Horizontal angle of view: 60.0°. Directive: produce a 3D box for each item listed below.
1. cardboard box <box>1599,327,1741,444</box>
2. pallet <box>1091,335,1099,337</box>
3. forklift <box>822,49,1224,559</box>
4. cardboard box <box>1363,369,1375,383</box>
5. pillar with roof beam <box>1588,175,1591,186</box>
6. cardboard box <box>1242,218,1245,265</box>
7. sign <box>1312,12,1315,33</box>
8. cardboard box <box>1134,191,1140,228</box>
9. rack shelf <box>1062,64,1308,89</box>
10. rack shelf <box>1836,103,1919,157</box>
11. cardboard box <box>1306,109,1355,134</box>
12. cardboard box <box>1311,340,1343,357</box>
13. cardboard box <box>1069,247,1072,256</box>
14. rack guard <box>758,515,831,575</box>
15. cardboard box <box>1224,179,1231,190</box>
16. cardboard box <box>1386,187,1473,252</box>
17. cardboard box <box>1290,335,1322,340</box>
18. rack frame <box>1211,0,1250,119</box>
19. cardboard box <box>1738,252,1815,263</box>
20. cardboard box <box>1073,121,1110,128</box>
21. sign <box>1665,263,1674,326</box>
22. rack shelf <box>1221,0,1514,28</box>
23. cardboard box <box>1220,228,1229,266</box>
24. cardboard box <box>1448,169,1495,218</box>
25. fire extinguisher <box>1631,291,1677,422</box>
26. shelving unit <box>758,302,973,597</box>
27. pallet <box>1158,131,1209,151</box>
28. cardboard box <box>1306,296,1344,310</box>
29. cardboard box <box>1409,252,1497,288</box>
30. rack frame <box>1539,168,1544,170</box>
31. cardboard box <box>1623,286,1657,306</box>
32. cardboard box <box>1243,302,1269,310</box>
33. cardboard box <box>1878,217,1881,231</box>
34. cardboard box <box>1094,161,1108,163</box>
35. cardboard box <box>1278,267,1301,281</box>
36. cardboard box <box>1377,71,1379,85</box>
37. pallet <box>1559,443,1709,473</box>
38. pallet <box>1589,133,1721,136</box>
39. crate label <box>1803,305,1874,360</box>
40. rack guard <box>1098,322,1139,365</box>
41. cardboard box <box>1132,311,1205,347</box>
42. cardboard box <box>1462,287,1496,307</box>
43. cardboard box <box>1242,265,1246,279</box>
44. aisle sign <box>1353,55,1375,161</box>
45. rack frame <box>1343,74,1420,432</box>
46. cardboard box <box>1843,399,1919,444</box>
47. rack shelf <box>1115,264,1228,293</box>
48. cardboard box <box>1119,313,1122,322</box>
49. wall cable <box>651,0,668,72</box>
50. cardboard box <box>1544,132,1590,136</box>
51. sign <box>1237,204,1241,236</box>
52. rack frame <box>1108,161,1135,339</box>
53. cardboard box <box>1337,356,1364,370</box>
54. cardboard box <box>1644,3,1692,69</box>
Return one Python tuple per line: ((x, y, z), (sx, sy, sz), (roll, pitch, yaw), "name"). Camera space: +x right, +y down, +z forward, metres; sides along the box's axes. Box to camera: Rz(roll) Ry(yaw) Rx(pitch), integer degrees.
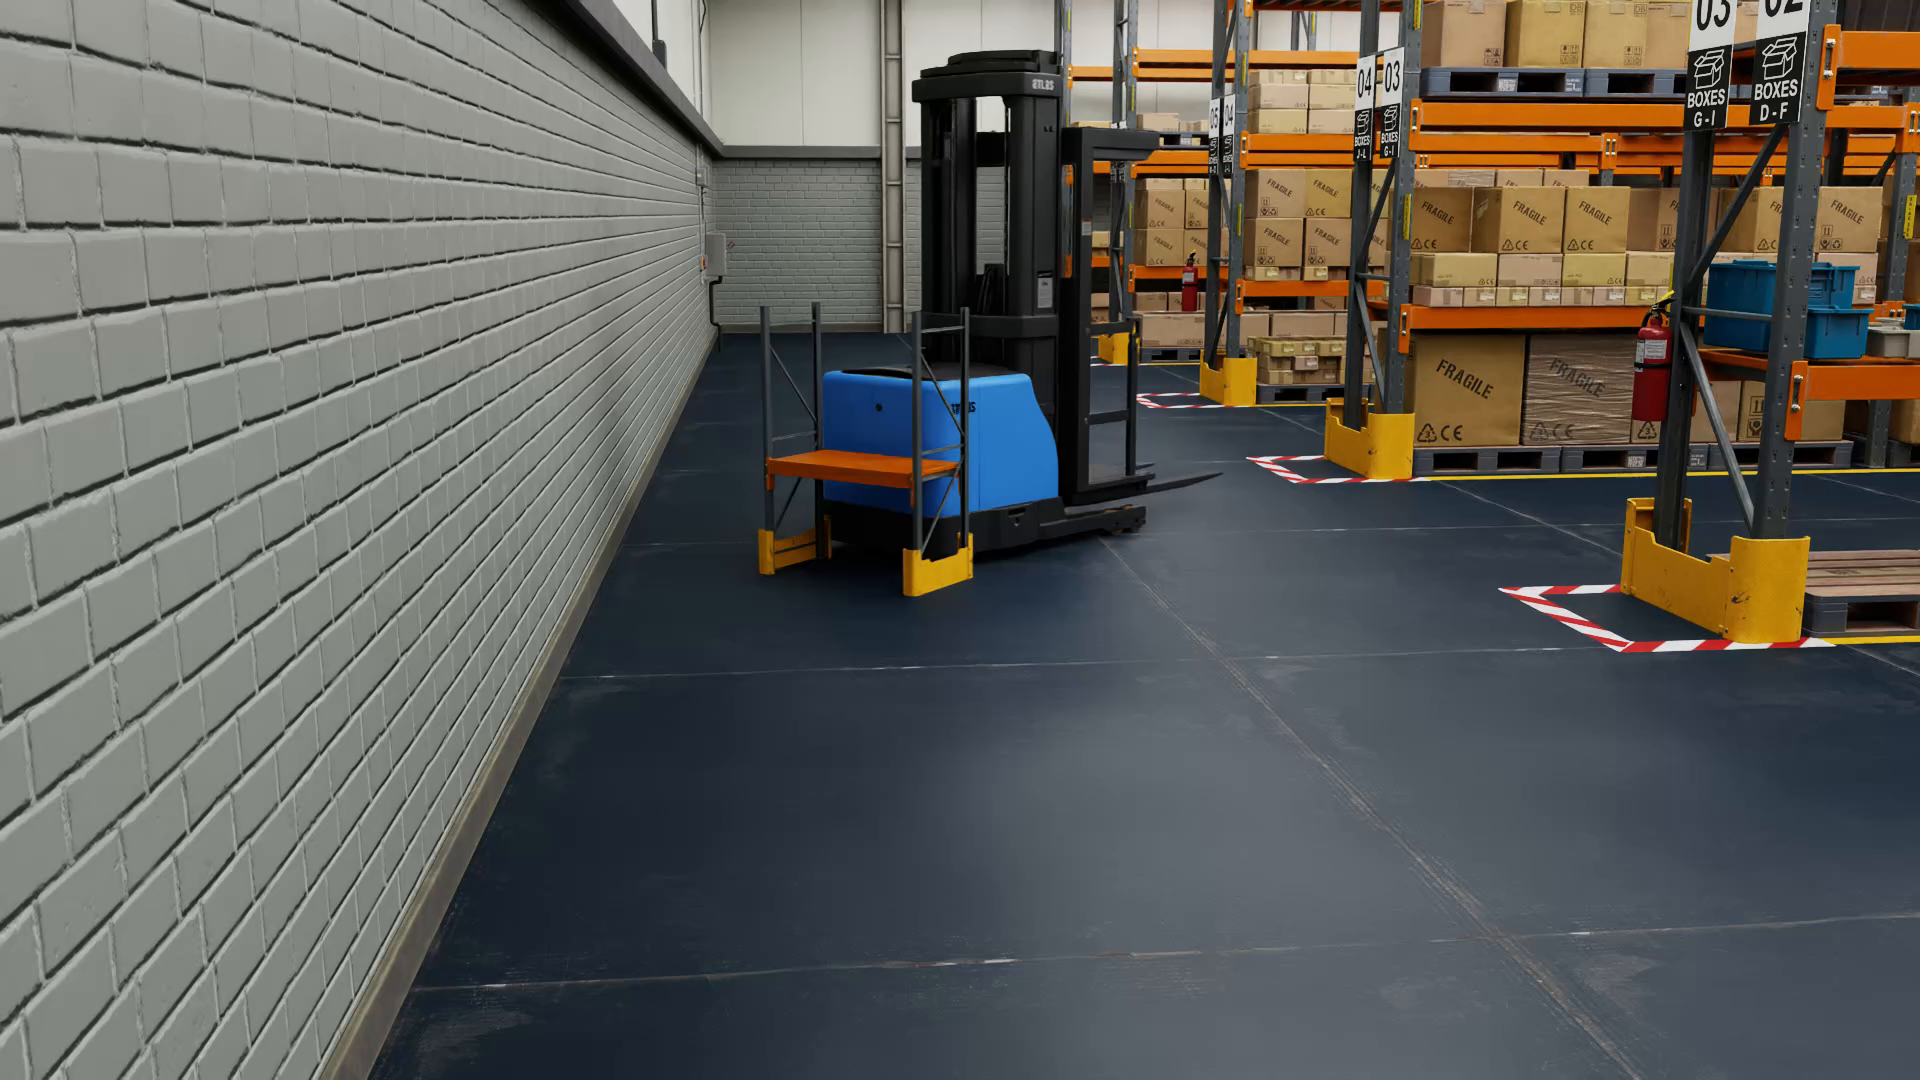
((5.688, -1.277, 13.508), (0.875, 0.875, 0.875), (-1, 11, -6), "cardboard box")
((2.529, -3.550, 27.878), (1.213, 0.211, 1.003), (-1, 11, -6), "pallet")
((0.548, -1.528, 10.541), (1.130, 2.935, 3.031), (11, 15, 43), "forklift")
((4.398, -1.793, 18.014), (0.250, 0.149, 0.380), (-1, 11, -6), "cardboard box")
((11.278, -7.384, 24.602), (0.400, 9.000, 9.100), (-1, 11, -6), "pillar with roof beam")
((3.255, -3.254, 18.116), (0.500, 0.500, 0.500), (-1, 11, -5), "cardboard box")
((5.678, -8.319, 26.731), (0.005, 0.325, 0.100), (-1, 11, -6), "sign")
((2.654, -4.543, 22.851), (0.500, 0.500, 0.500), (-1, 11, -4), "cardboard box")
((3.649, -7.530, 27.218), (4.000, 0.370, 1.077), (-1, 11, -6), "rack shelf")
((9.236, -3.291, 13.423), (4.000, 0.370, 1.077), (-1, 11, -6), "rack shelf")
((3.834, -4.369, 17.431), (0.500, 0.250, 0.500), (-1, 11, -4), "cardboard box")
((3.919, -2.055, 17.805), (0.250, 0.149, 0.380), (-1, 11, -6), "cardboard box")
((1.961, -4.835, 27.836), (0.250, 0.149, 0.380), (-1, 11, -7), "cardboard box")
((-0.949, 0.024, 9.597), (0.087, 0.250, 0.587), (7, 13, 33), "rack guard")
((3.622, -4.787, 22.410), (0.250, 0.149, 0.380), (-1, 11, -6), "cardboard box")
((3.727, -2.548, 13.228), (0.500, 0.500, 0.500), (-1, 11, -5), "cardboard box")
((3.834, -2.183, 18.458), (0.250, 0.149, 0.380), (-1, 11, -7), "cardboard box")
((2.836, -5.944, 17.277), (0.127, 3.000, 1.000), (-1, 11, -6), "rack frame")
((6.323, -2.132, 13.056), (0.500, 0.250, 0.500), (-1, 11, -4), "cardboard box")
((2.129, -6.650, 26.966), (0.500, 0.250, 0.500), (-1, 11, -7), "cardboard box")
((3.730, -1.283, 8.694), (0.005, 0.325, 0.100), (-1, 11, -6), "sign")
((4.824, -5.631, 17.559), (4.000, 0.370, 1.077), (-1, 11, -6), "rack shelf")
((3.716, -3.975, 22.552), (0.500, 0.500, 0.500), (-1, 11, -6), "cardboard box")
((5.350, -3.688, 17.731), (0.500, 0.500, 0.500), (-1, 11, -5), "cardboard box")
((3.607, -0.961, 8.646), (0.183, 0.674, 0.296), (-1, 11, -6), "fire extinguisher")
((-0.533, -0.536, 9.208), (1.083, 1.500, 0.587), (7, 13, 33), "shelving unit")
((2.937, -5.394, 22.482), (1.213, 0.211, 1.003), (-1, 11, -6), "pallet")
((6.143, -3.930, 27.972), (0.500, 0.500, 0.500), (-1, 11, -4), "cardboard box")
((3.777, -2.078, 12.780), (0.500, 0.250, 0.500), (-2, 11, -8), "cardboard box")
((9.614, -5.066, 28.363), (0.127, 3.000, 1.000), (-1, 11, -6), "rack frame")
((5.188, -1.901, 12.911), (0.250, 0.149, 0.380), (-1, 11, -8), "cardboard box")
((4.955, -3.901, 28.319), (0.500, 0.311, 0.500), (-1, 11, -4), "cardboard box")
((9.841, -3.434, 18.078), (0.250, 0.149, 0.380), (-1, 11, -4), "cardboard box")
((2.261, -6.221, 27.110), (0.250, 0.149, 0.380), (-1, 11, -5), "cardboard box")
((3.442, -2.835, 17.662), (0.250, 0.149, 0.380), (-1, 11, -4), "cardboard box")
((4.202, -4.827, 17.429), (0.250, 0.149, 0.380), (-1, 11, -4), "cardboard box")
((5.267, -0.736, 13.563), (1.213, 0.211, 1.003), (-1, 11, -6), "pallet")
((7.438, -4.456, 17.970), (1.003, 0.211, 1.213), (-1, 11, -6), "pallet")
((4.087, -0.987, 7.891), (0.303, 0.233, 0.416), (-1, 11, -6), "crate label")
((2.177, -2.721, 22.912), (0.348, 0.500, 1.175), (-1, 11, -6), "rack guard")
((2.846, -2.930, 23.048), (0.875, 0.438, 0.875), (-2, 11, -8), "cardboard box")
((3.914, -1.874, 12.775), (0.250, 0.149, 0.380), (-1, 11, -7), "cardboard box")
((3.129, -2.938, 18.190), (0.250, 0.149, 0.380), (-1, 11, -6), "cardboard box")
((3.167, -3.379, 13.041), (0.004, 0.787, 0.394), (-1, 11, -6), "aisle sign")
((3.271, -2.047, 13.007), (0.127, 3.000, 1.000), (-1, 11, -6), "rack frame")
((7.882, -1.311, 13.682), (0.875, 0.875, 1.225), (-1, 11, -6), "cardboard box")
((4.189, -3.637, 22.955), (4.000, 0.370, 1.077), (-1, 11, -6), "rack shelf")
((2.706, -3.703, 27.729), (0.250, 0.149, 0.380), (-2, 11, -8), "cardboard box")
((-2.723, -7.113, 14.881), (0.120, 5.999, 2.277), (-1, 11, -6), "wall cable")
((6.353, -4.420, 17.689), (0.500, 0.250, 0.500), (-1, 11, -5), "cardboard box")
((2.894, -3.321, 17.243), (0.005, 0.325, 0.100), (-1, 11, -6), "sign")
((2.201, -3.948, 22.674), (0.127, 3.000, 1.000), (-1, 11, -6), "rack frame")
((4.163, -1.917, 17.874), (0.250, 0.149, 0.380), (-1, 11, -4), "cardboard box")
((5.406, -3.885, 12.970), (0.500, 0.500, 0.700), (-1, 11, -4), "cardboard box")
